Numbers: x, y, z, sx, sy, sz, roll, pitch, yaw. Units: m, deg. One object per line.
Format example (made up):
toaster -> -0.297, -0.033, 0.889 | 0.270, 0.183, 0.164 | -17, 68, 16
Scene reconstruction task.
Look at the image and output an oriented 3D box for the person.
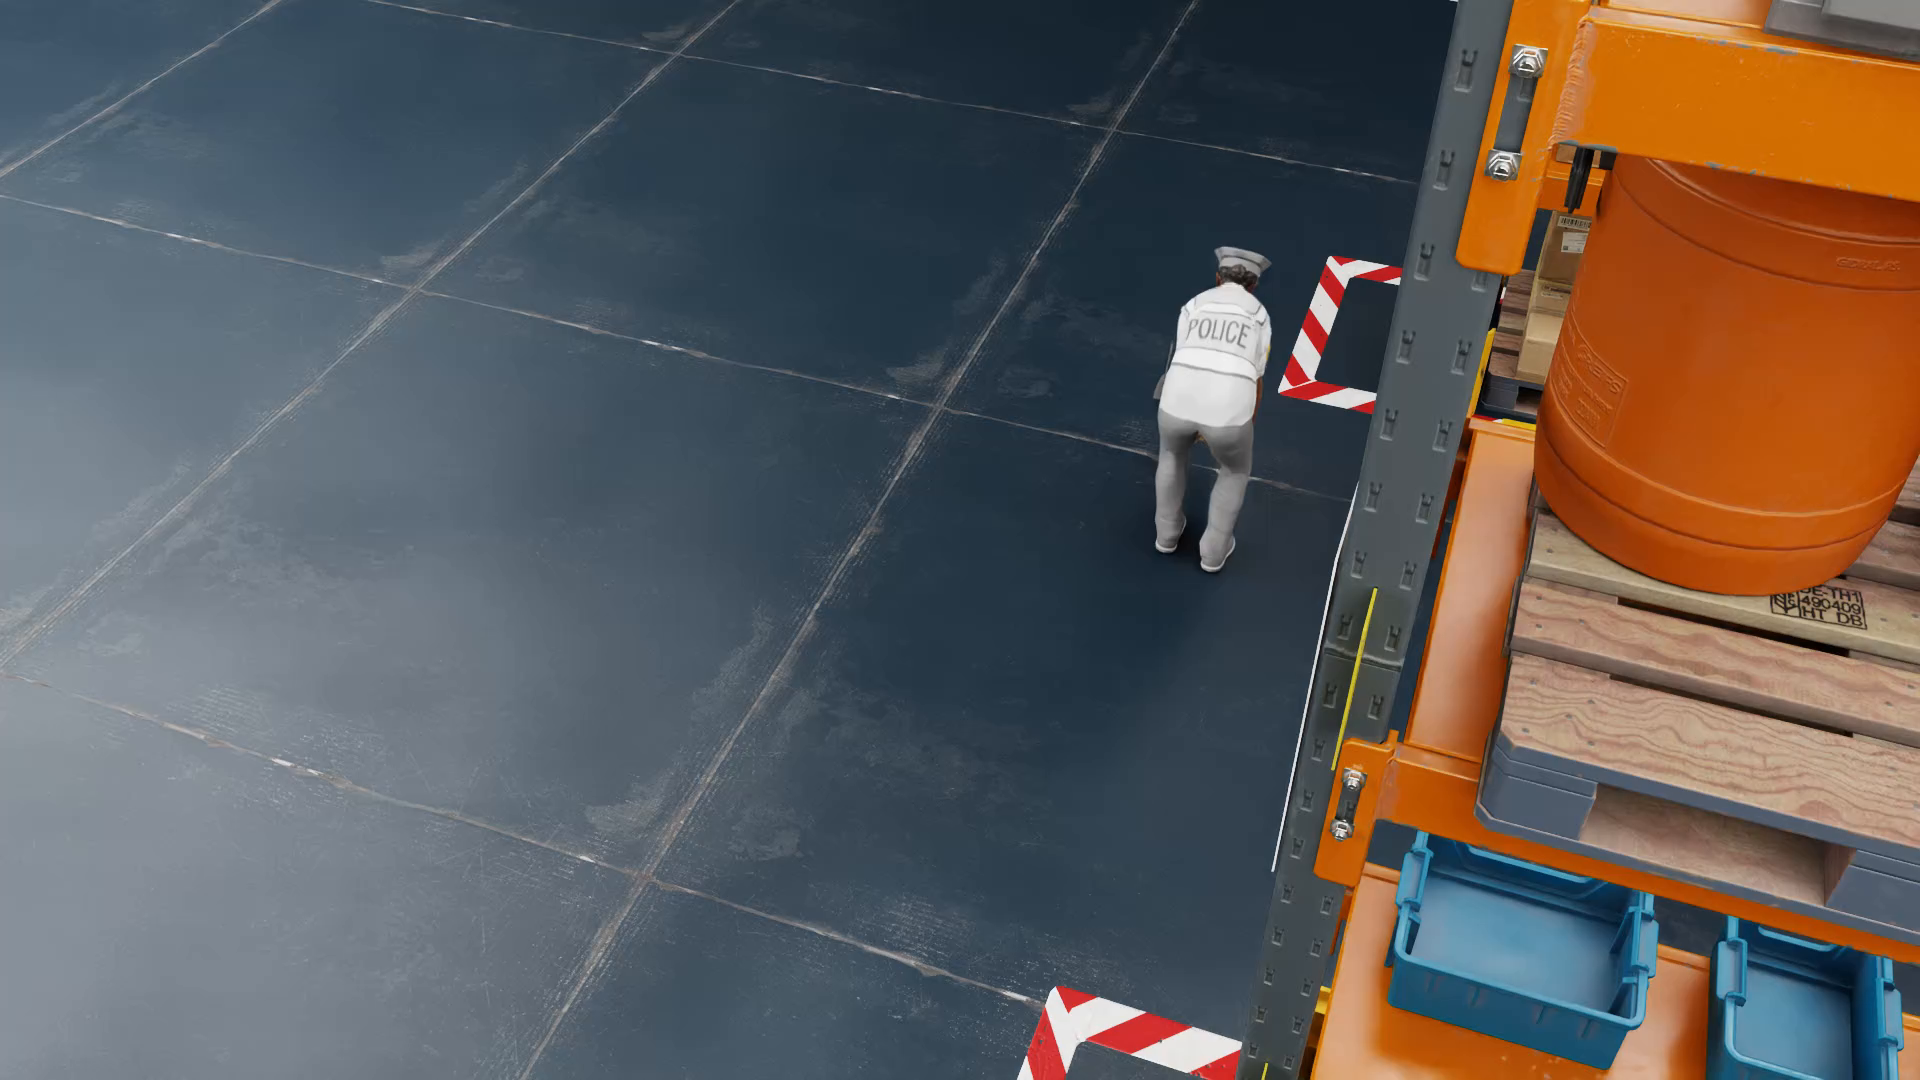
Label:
person -> 1.087, -0.565, 7.117 | 0.417, 1.238, 0.920 | 13, 43, 14
